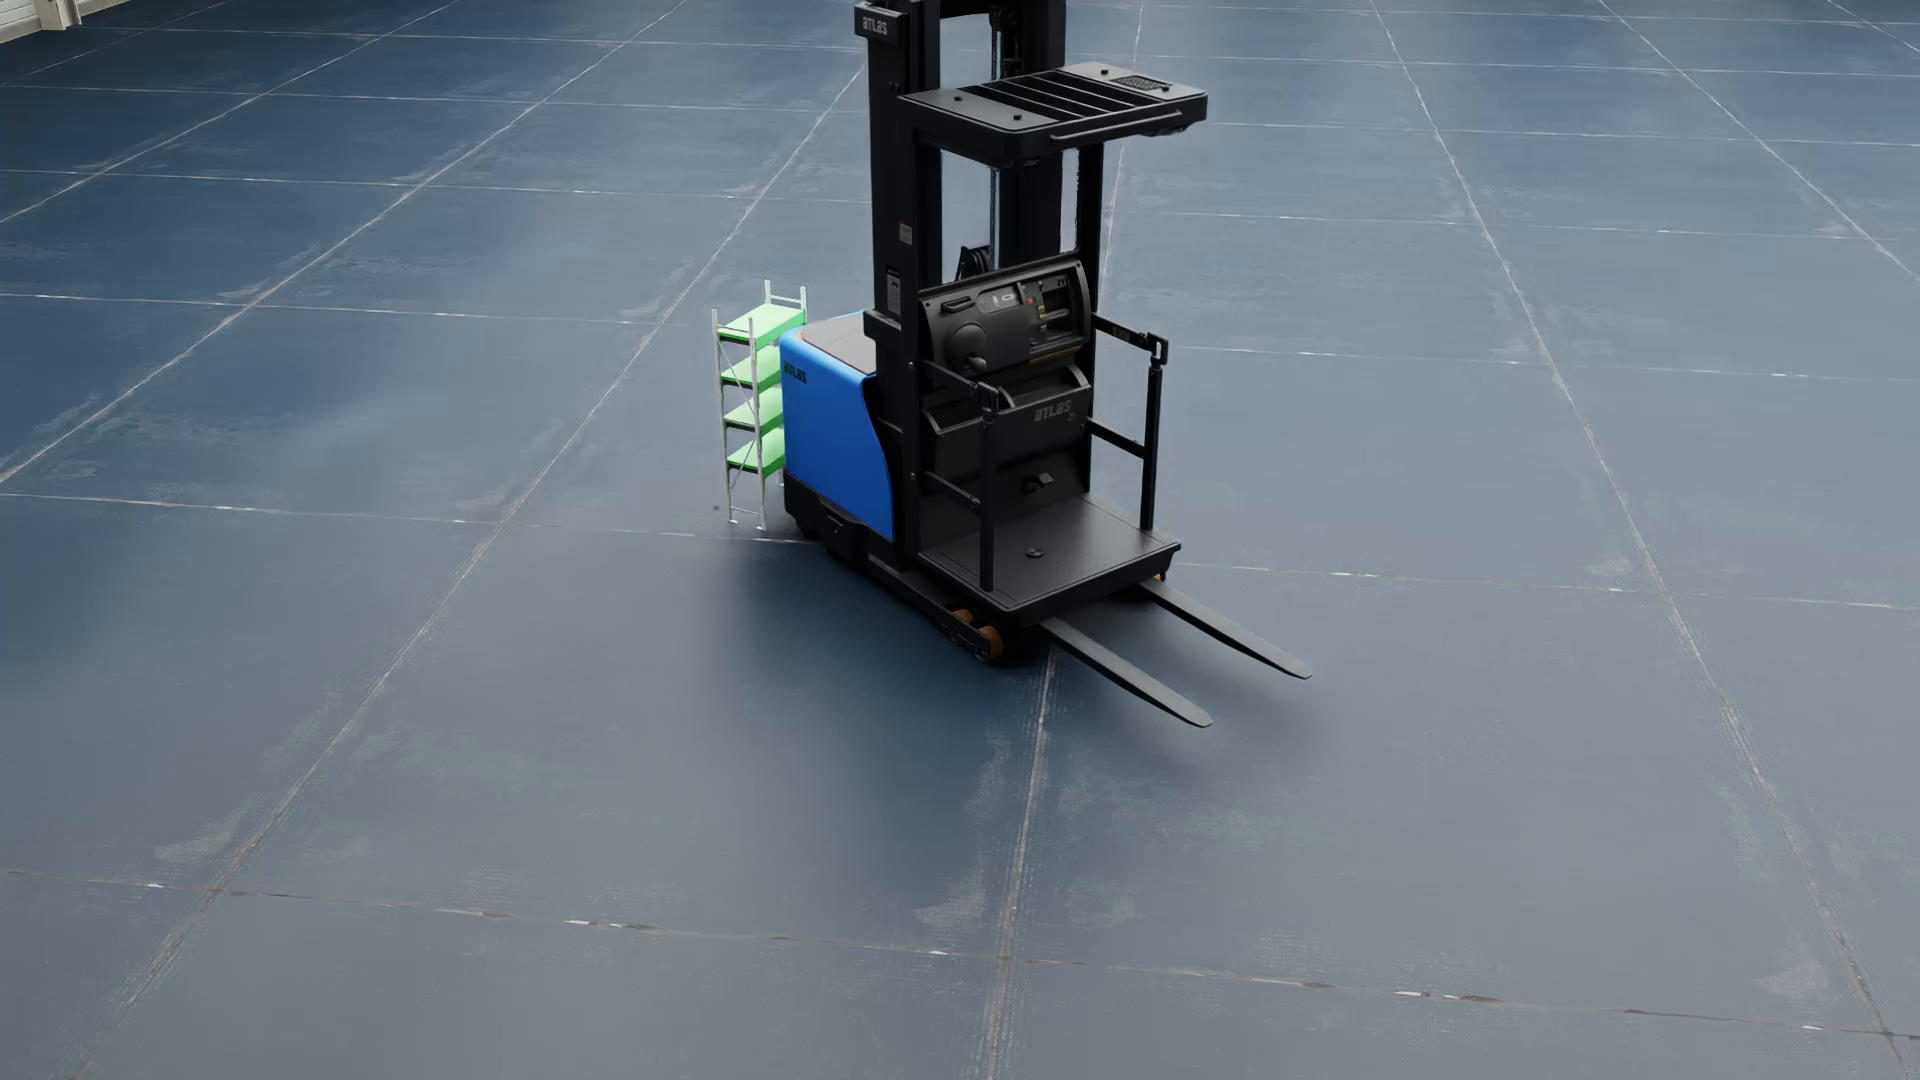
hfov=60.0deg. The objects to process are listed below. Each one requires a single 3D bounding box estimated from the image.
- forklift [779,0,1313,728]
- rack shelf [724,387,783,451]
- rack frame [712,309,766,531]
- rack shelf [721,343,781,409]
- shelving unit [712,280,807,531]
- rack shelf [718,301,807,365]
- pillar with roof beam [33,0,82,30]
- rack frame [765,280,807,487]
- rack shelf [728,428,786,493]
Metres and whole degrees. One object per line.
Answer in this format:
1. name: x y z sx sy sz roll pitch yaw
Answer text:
1. forklift: 0.352 -0.989 7.496 1.130 2.935 3.031 -20 34 -32
2. rack shelf: -1.029 -0.653 8.832 0.258 0.148 0.480 14 31 24
3. rack frame: -1.140 -0.606 8.610 0.240 1.200 0.015 14 31 24
4. rack shelf: -1.029 -0.864 8.718 0.258 0.148 0.480 14 31 24
5. shelving unit: -1.029 -0.709 8.801 0.258 1.200 0.503 14 31 24
6. rack shelf: -1.029 -1.076 8.604 0.258 0.148 0.480 14 31 24
7. pillar with roof beam: -6.805 -10.037 17.893 9.100 9.000 0.400 3 28 6
8. rack frame: -0.917 -0.812 8.992 0.240 1.200 0.015 14 31 24
9. rack shelf: -1.029 -0.442 8.945 0.258 0.148 0.480 14 31 24
